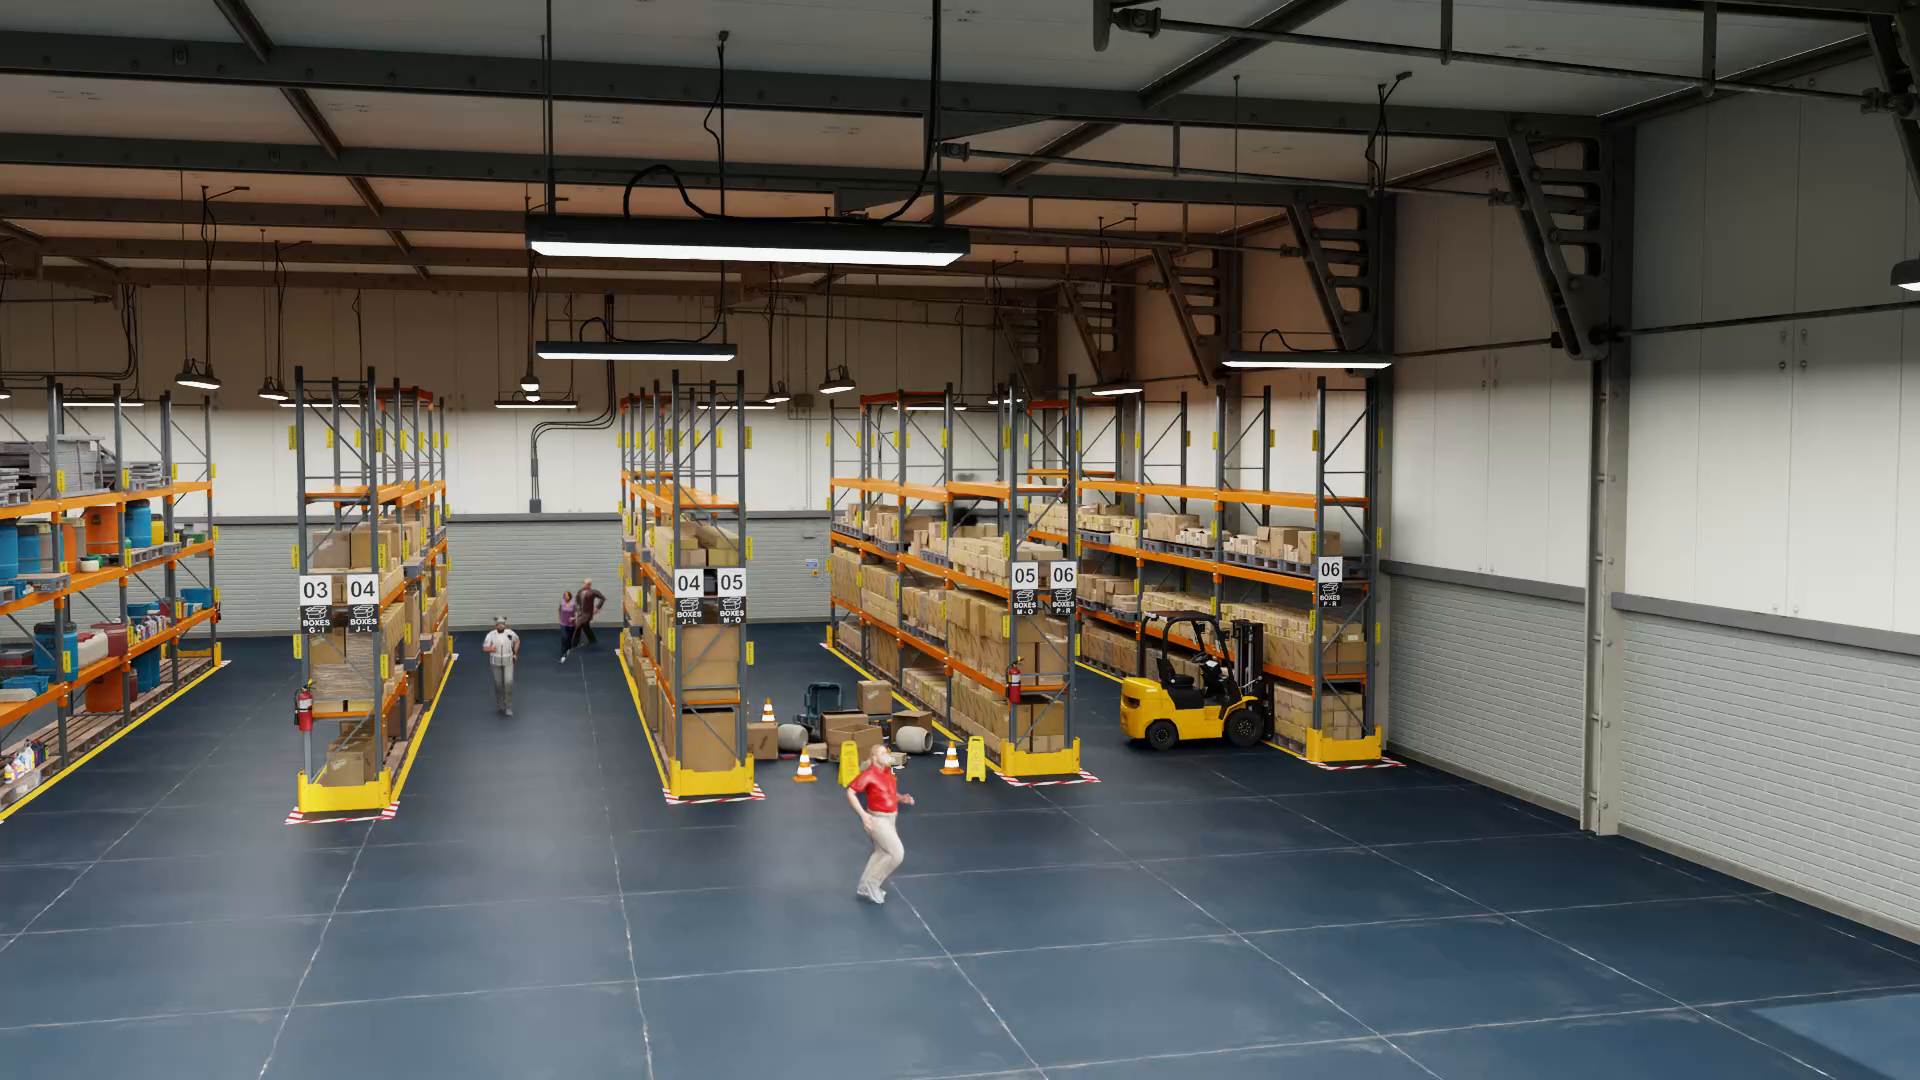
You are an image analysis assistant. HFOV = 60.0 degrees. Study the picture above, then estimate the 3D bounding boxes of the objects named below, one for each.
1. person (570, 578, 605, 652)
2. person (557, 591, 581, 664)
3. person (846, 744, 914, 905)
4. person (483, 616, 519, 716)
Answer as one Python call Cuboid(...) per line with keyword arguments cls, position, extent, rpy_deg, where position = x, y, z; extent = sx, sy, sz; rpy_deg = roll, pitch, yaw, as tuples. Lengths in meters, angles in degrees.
Cuboid(cls="person", position=(-8.895, 1.789, 39.634), extent=(0.825, 1.771, 0.947), rpy_deg=(3, 4, 39))
Cuboid(cls="person", position=(-8.871, 1.959, 37.763), extent=(0.547, 1.621, 0.763), rpy_deg=(0, 3, -6))
Cuboid(cls="person", position=(-0.818, 3.074, 18.013), extent=(0.670, 1.719, 0.646), rpy_deg=(1, 4, 19))
Cuboid(cls="person", position=(-8.431, 2.304, 30.584), extent=(0.643, 1.848, 0.819), rpy_deg=(-1, 4, -14))
